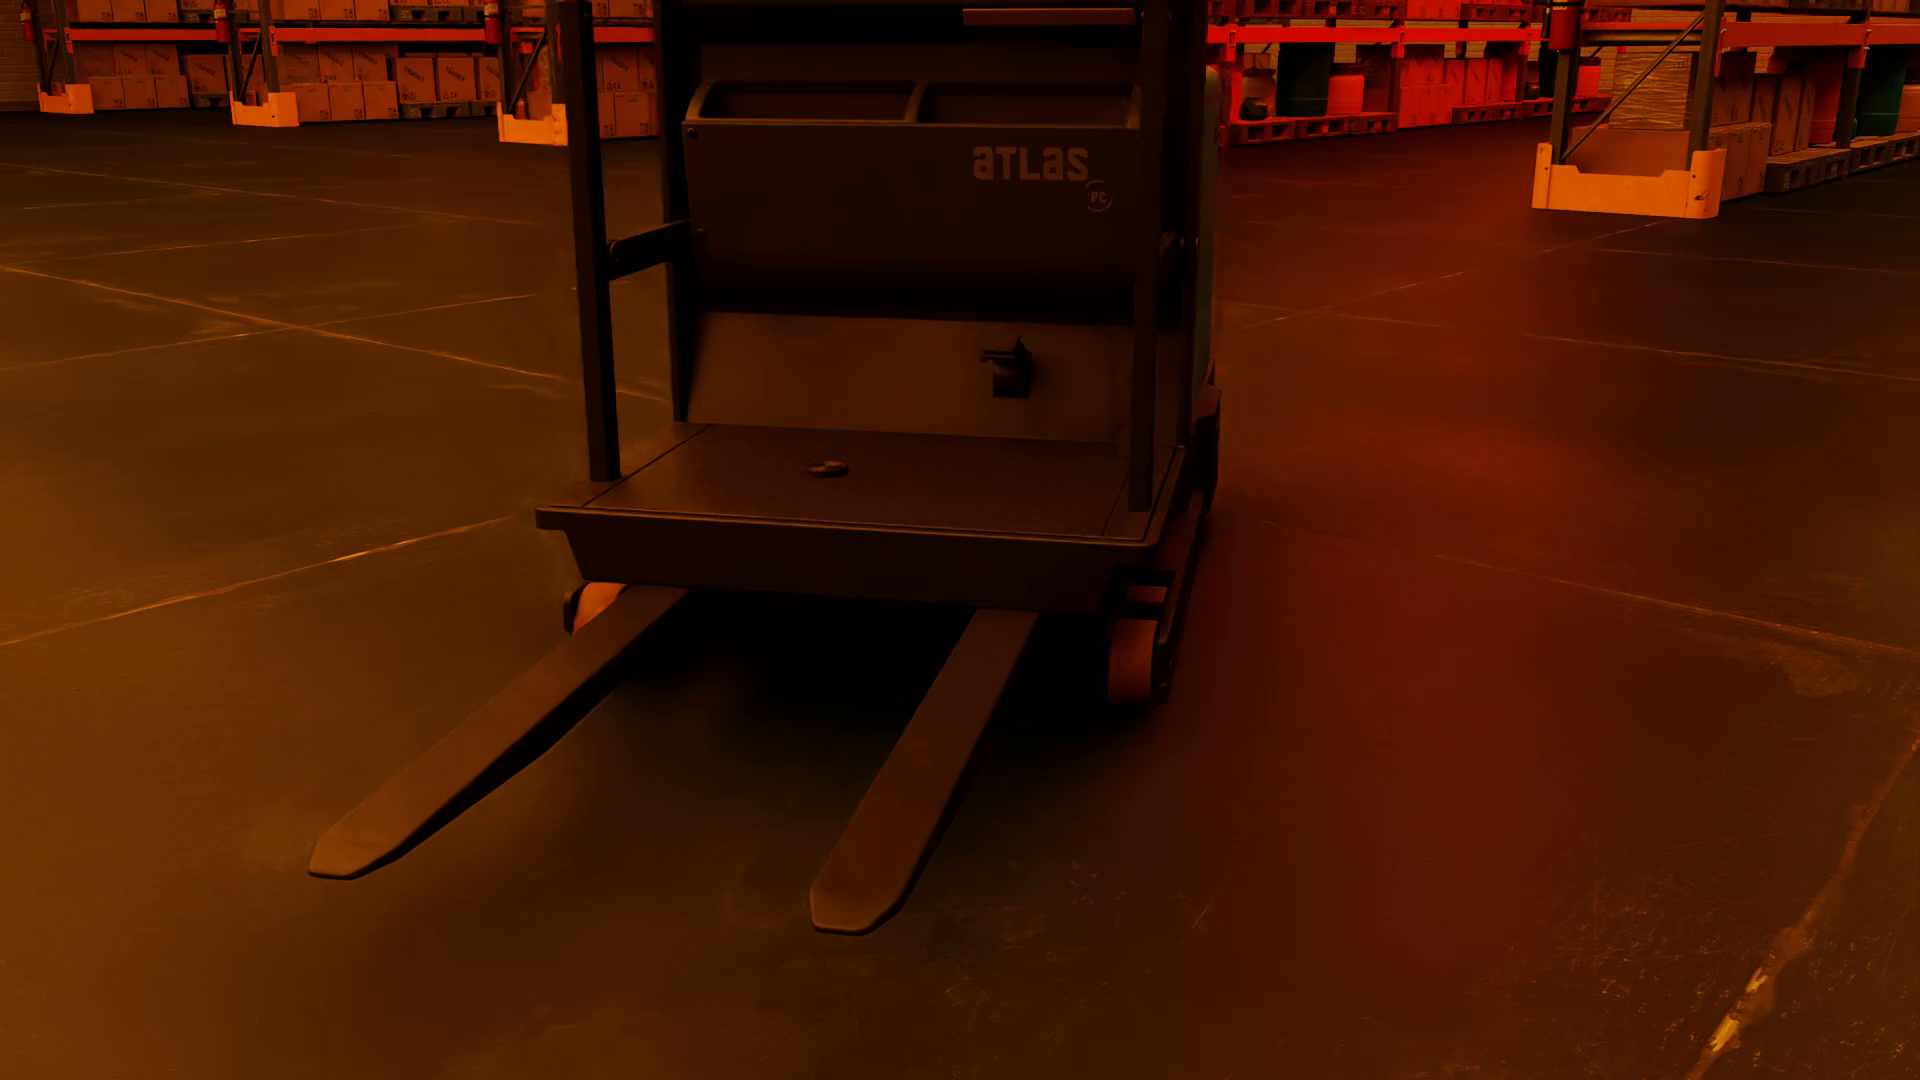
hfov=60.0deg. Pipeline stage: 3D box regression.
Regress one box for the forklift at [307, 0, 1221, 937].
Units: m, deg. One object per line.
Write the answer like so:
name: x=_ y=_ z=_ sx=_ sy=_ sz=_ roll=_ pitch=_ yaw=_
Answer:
forklift: x=-0.119 y=-1.218 z=2.908 sx=1.130 sy=2.935 sz=3.031 roll=3 pitch=17 yaw=11
